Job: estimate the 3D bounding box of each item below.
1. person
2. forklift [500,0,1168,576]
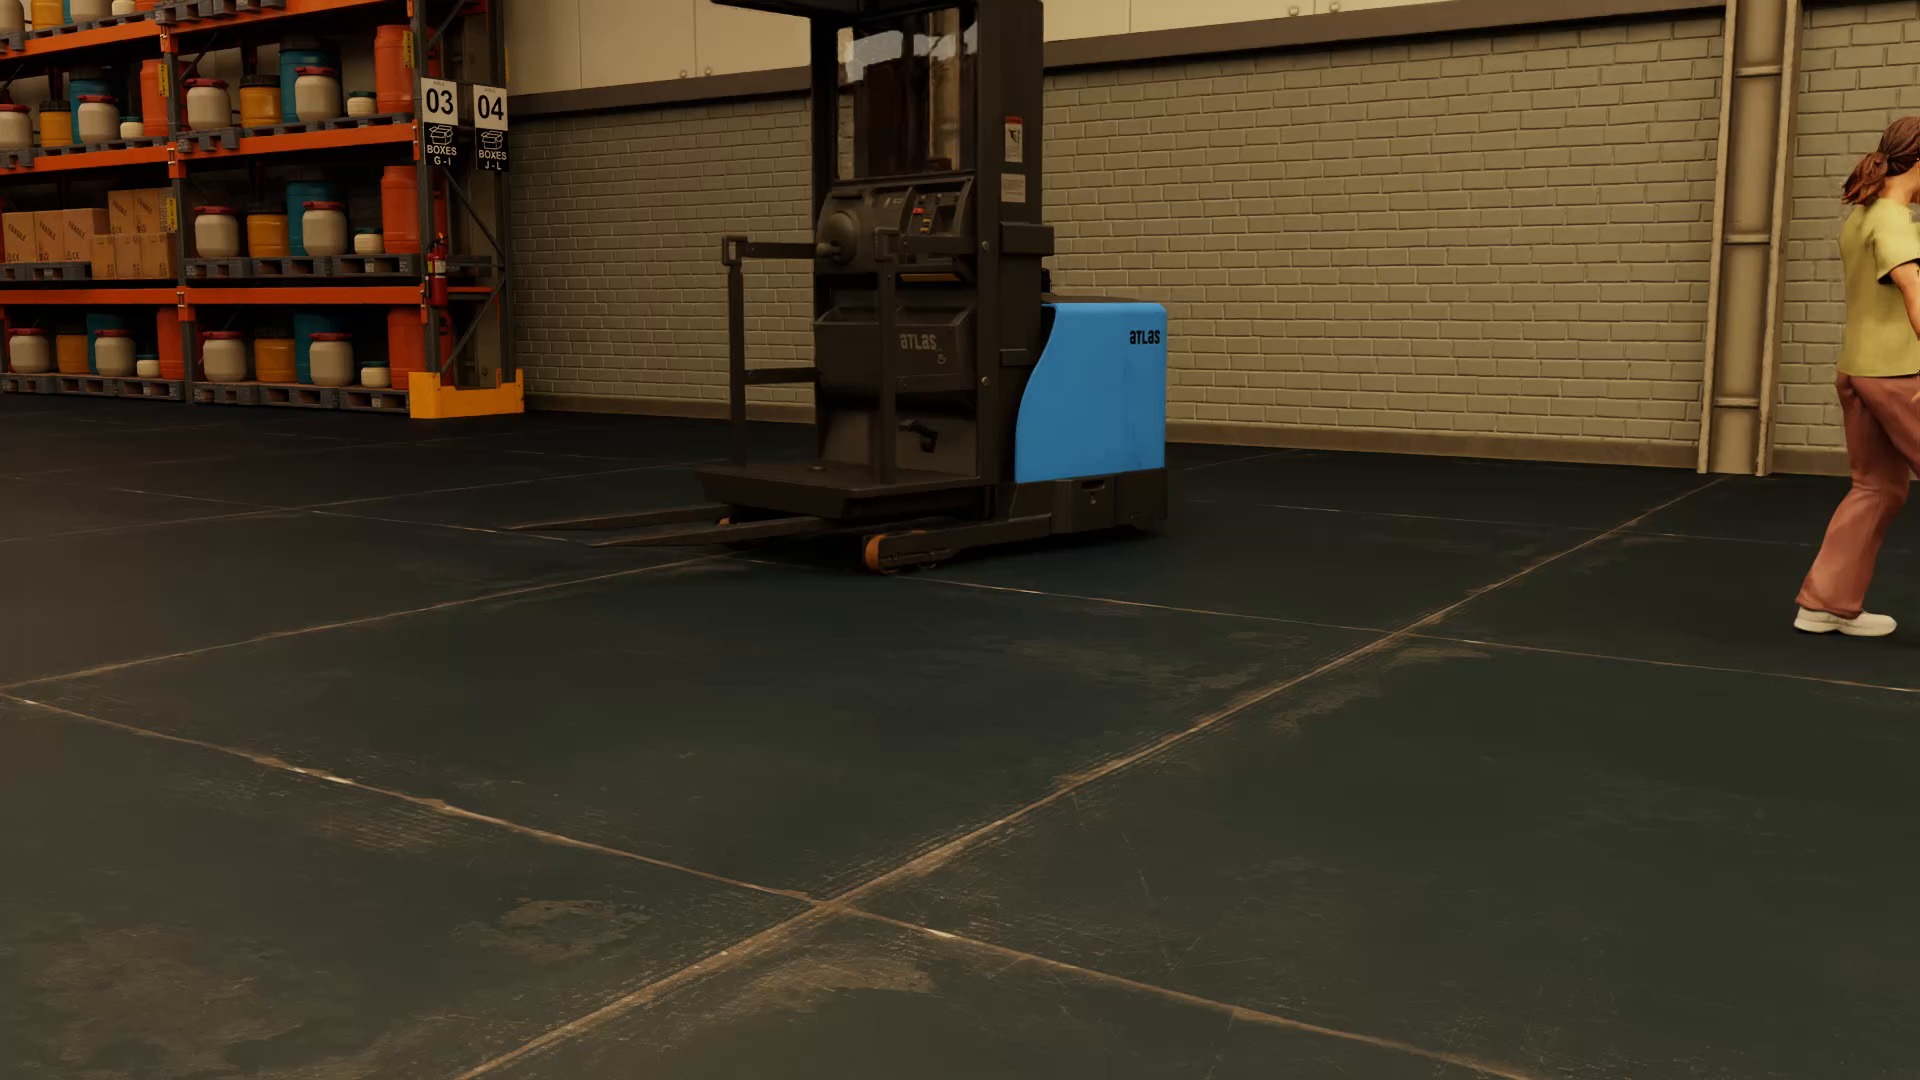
[{"bbox_3d":[3.043,-0.475,5.237,0.630,1.690,0.902,2,8,12],"label":"person"},{"bbox_3d":[-0.438,-1.391,6.977,3.031,2.935,1.130,-8,11,-43],"label":"forklift"}]
